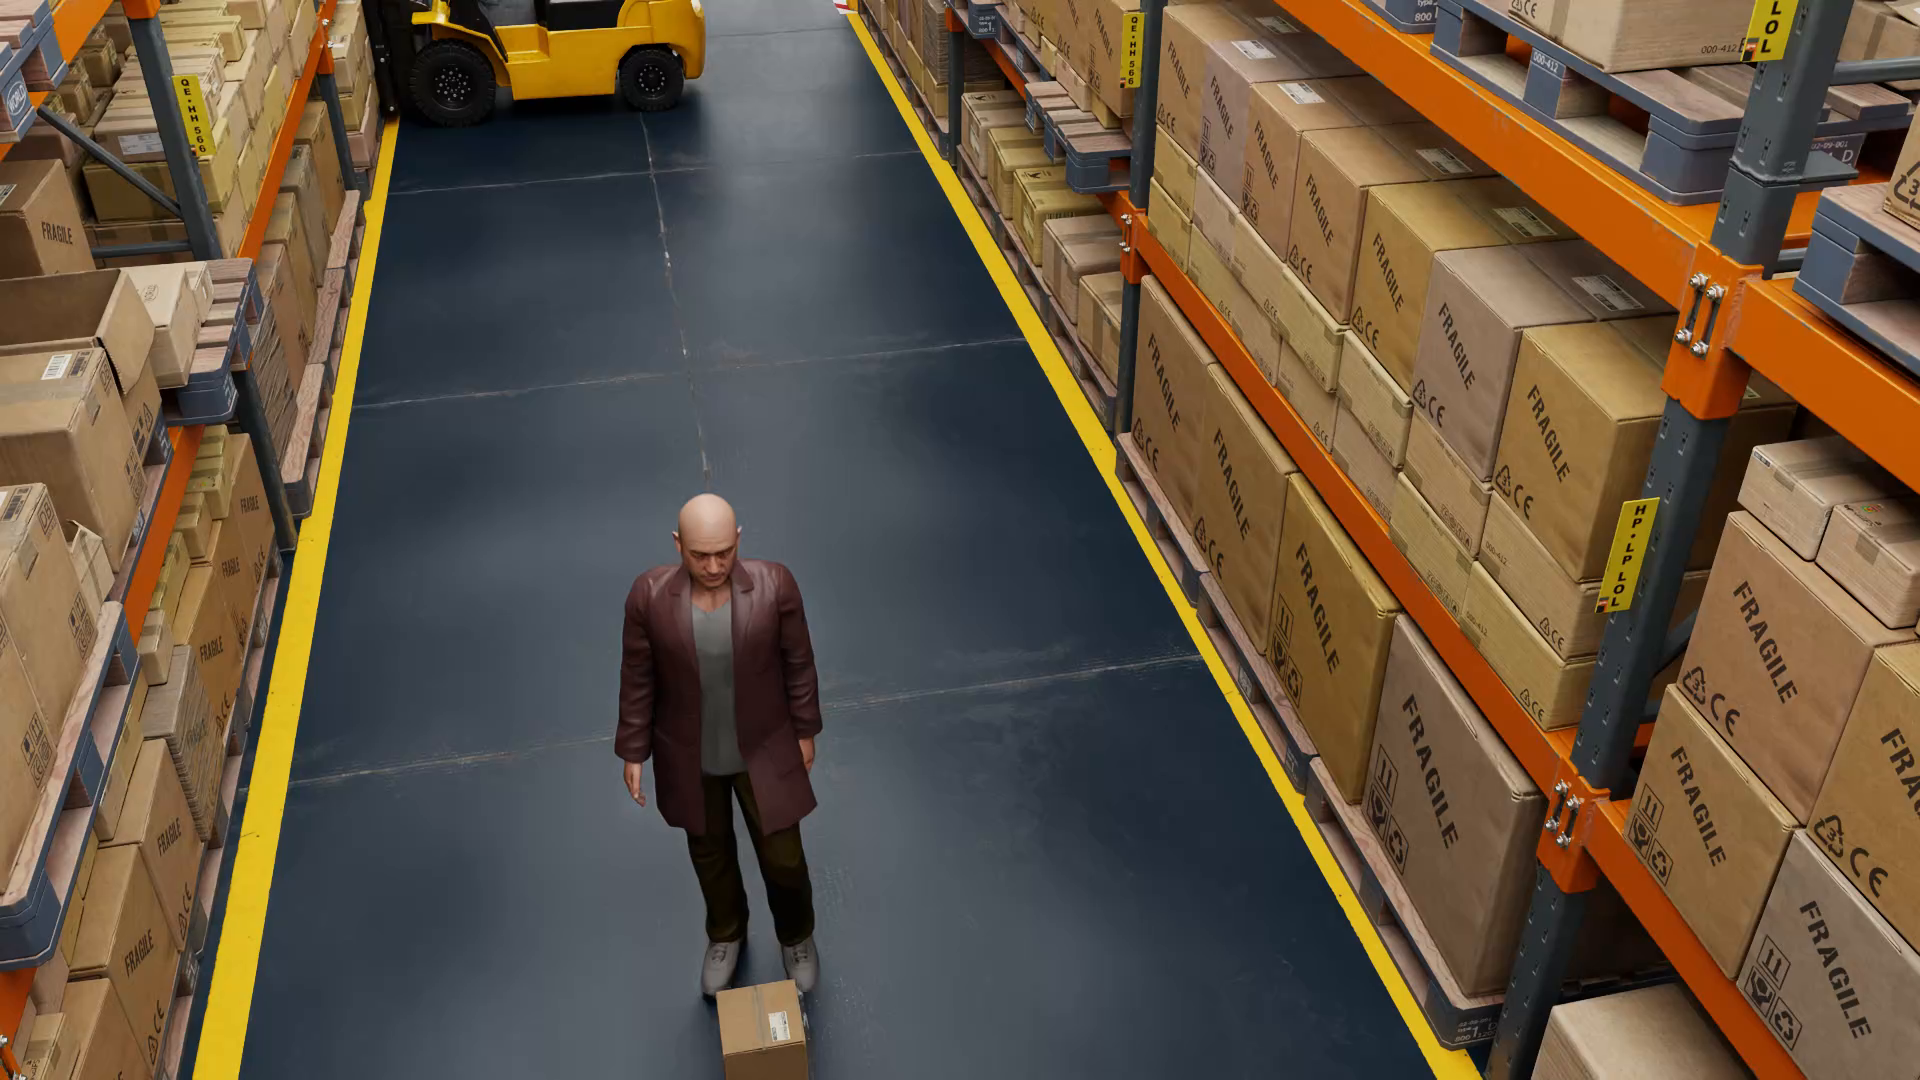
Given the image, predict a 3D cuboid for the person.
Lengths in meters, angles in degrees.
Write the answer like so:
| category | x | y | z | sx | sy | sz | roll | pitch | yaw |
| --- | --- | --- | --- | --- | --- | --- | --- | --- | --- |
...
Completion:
| category | x | y | z | sx | sy | sz | roll | pitch | yaw |
| --- | --- | --- | --- | --- | --- | --- | --- | --- | --- |
| person | -0.746 | 0.681 | 5.159 | 0.639 | 1.817 | 0.421 | -2 | 34 | -3 |
